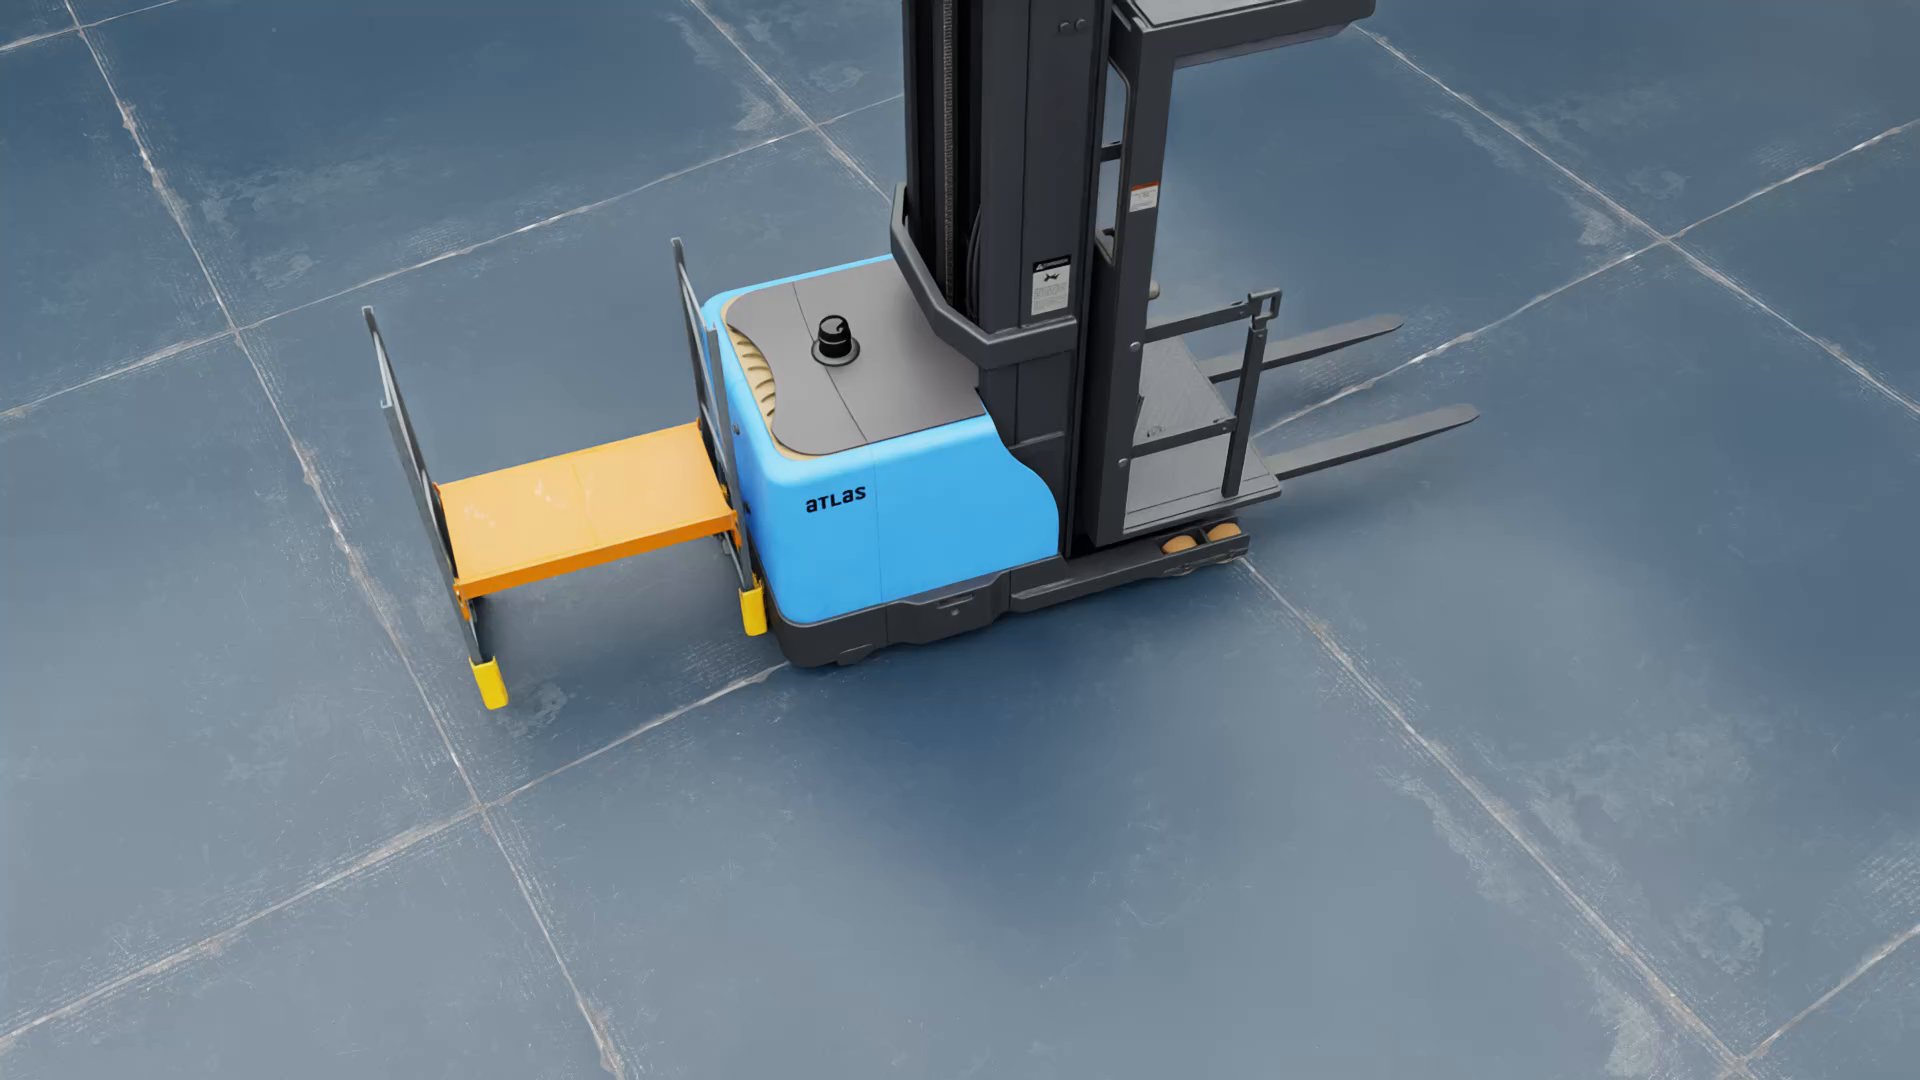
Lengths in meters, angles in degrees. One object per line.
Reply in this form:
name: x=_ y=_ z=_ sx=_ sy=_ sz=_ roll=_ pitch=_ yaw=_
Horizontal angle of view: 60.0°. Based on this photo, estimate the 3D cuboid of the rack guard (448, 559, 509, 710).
rack guard: x=-1.807 y=0.331 z=6.233 sx=0.087 sy=0.250 sz=0.587 roll=-15 pitch=50 yaw=-13

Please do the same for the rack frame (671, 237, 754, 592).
rack frame: x=-0.872 y=-0.342 z=5.996 sx=0.032 sy=1.500 sz=0.500 roll=-15 pitch=50 yaw=-13

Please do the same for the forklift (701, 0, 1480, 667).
forklift: x=0.613 y=-1.189 z=5.792 sx=3.031 sy=2.935 sz=1.130 roll=-15 pitch=50 yaw=-13

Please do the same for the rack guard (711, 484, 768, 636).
rack guard: x=-0.873 y=0.074 z=6.462 sx=0.087 sy=0.250 sz=0.587 roll=-15 pitch=50 yaw=-13

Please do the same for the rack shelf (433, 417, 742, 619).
rack shelf: x=-1.349 y=-0.091 z=6.013 sx=1.000 sy=0.185 sz=0.538 roll=-15 pitch=50 yaw=-13

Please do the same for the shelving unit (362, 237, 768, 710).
shelving unit: x=-1.340 y=-0.213 z=5.881 sx=1.083 sy=1.500 sz=0.587 roll=-15 pitch=50 yaw=-13

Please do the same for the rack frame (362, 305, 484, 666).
rack frame: x=-1.826 y=-0.080 z=5.762 sx=0.032 sy=1.500 sz=0.500 roll=-15 pitch=50 yaw=-13
